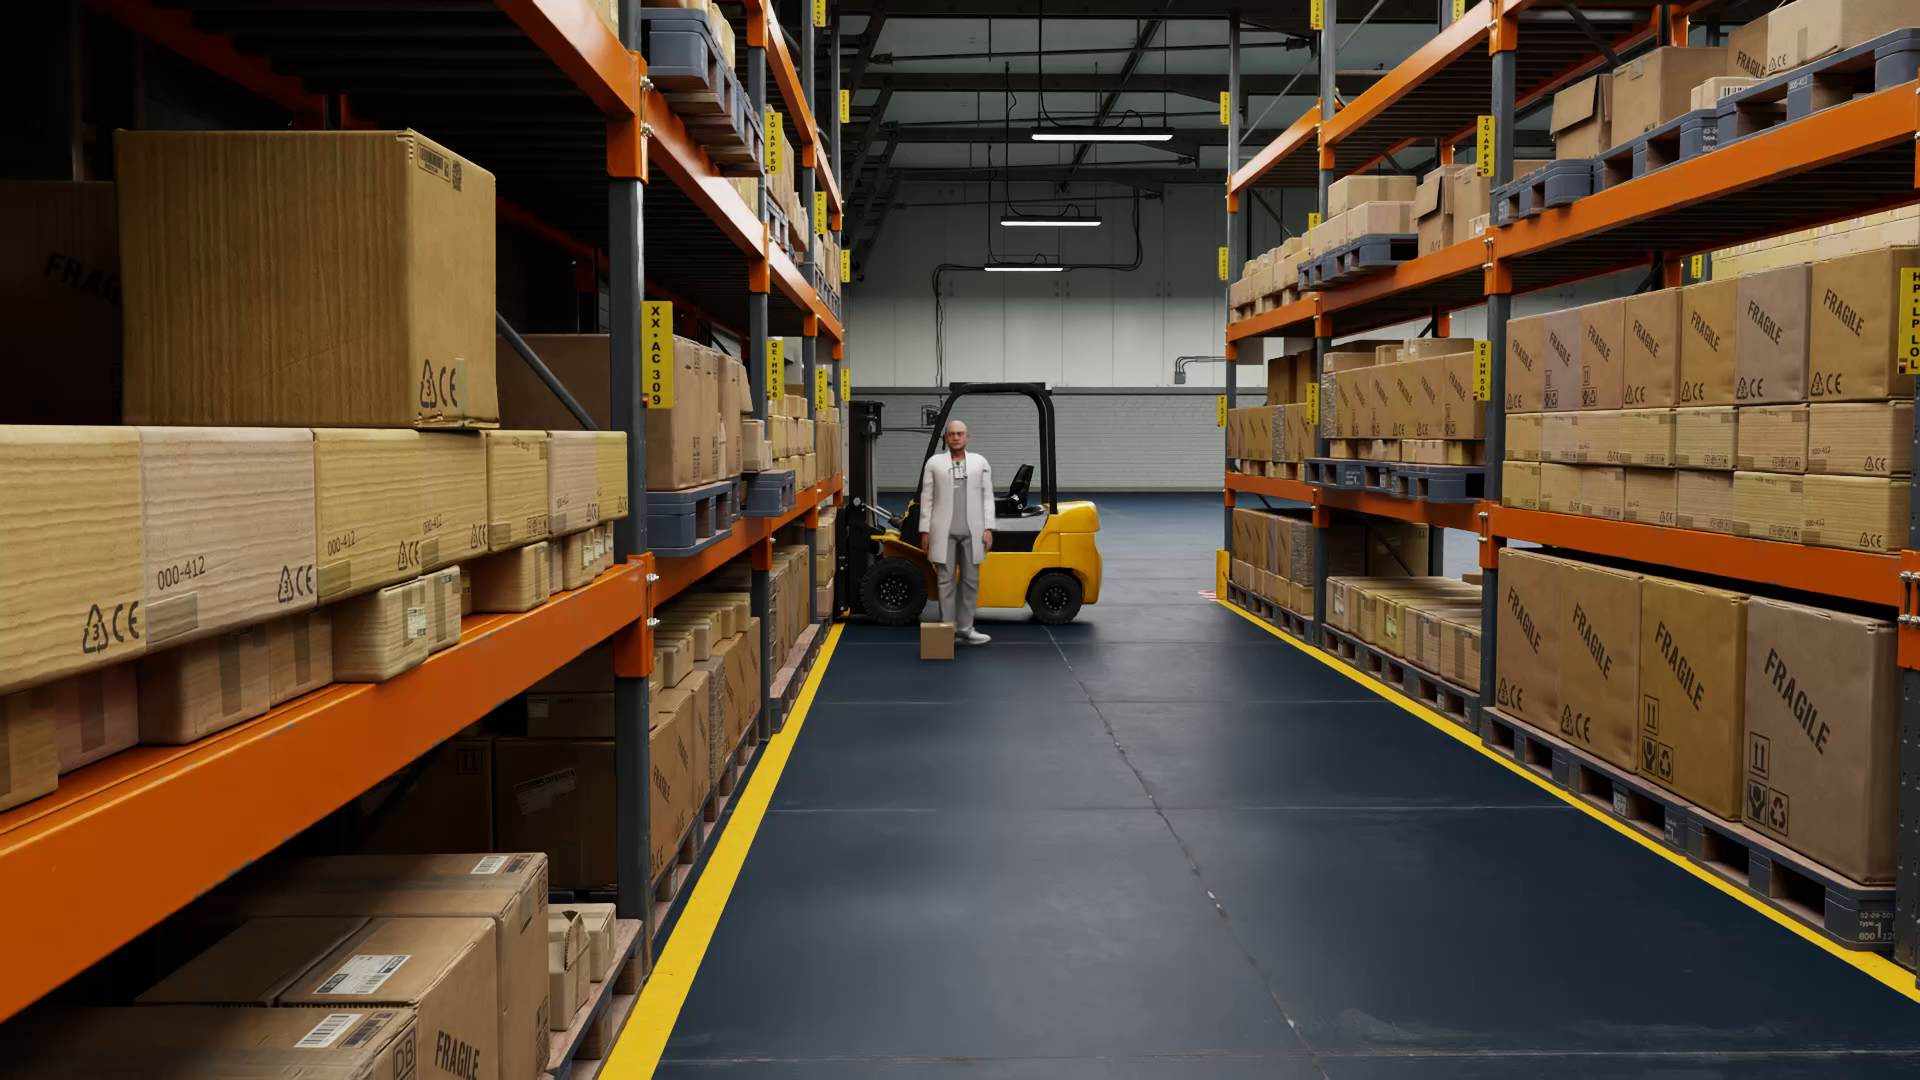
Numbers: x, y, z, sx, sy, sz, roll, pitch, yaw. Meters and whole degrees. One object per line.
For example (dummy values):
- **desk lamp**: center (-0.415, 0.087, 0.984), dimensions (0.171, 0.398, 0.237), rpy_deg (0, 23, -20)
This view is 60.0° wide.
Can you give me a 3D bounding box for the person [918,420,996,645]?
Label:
- **person**: center (-0.021, -0.053, 13.129), dimensions (0.613, 1.778, 0.452), rpy_deg (0, 4, -4)
